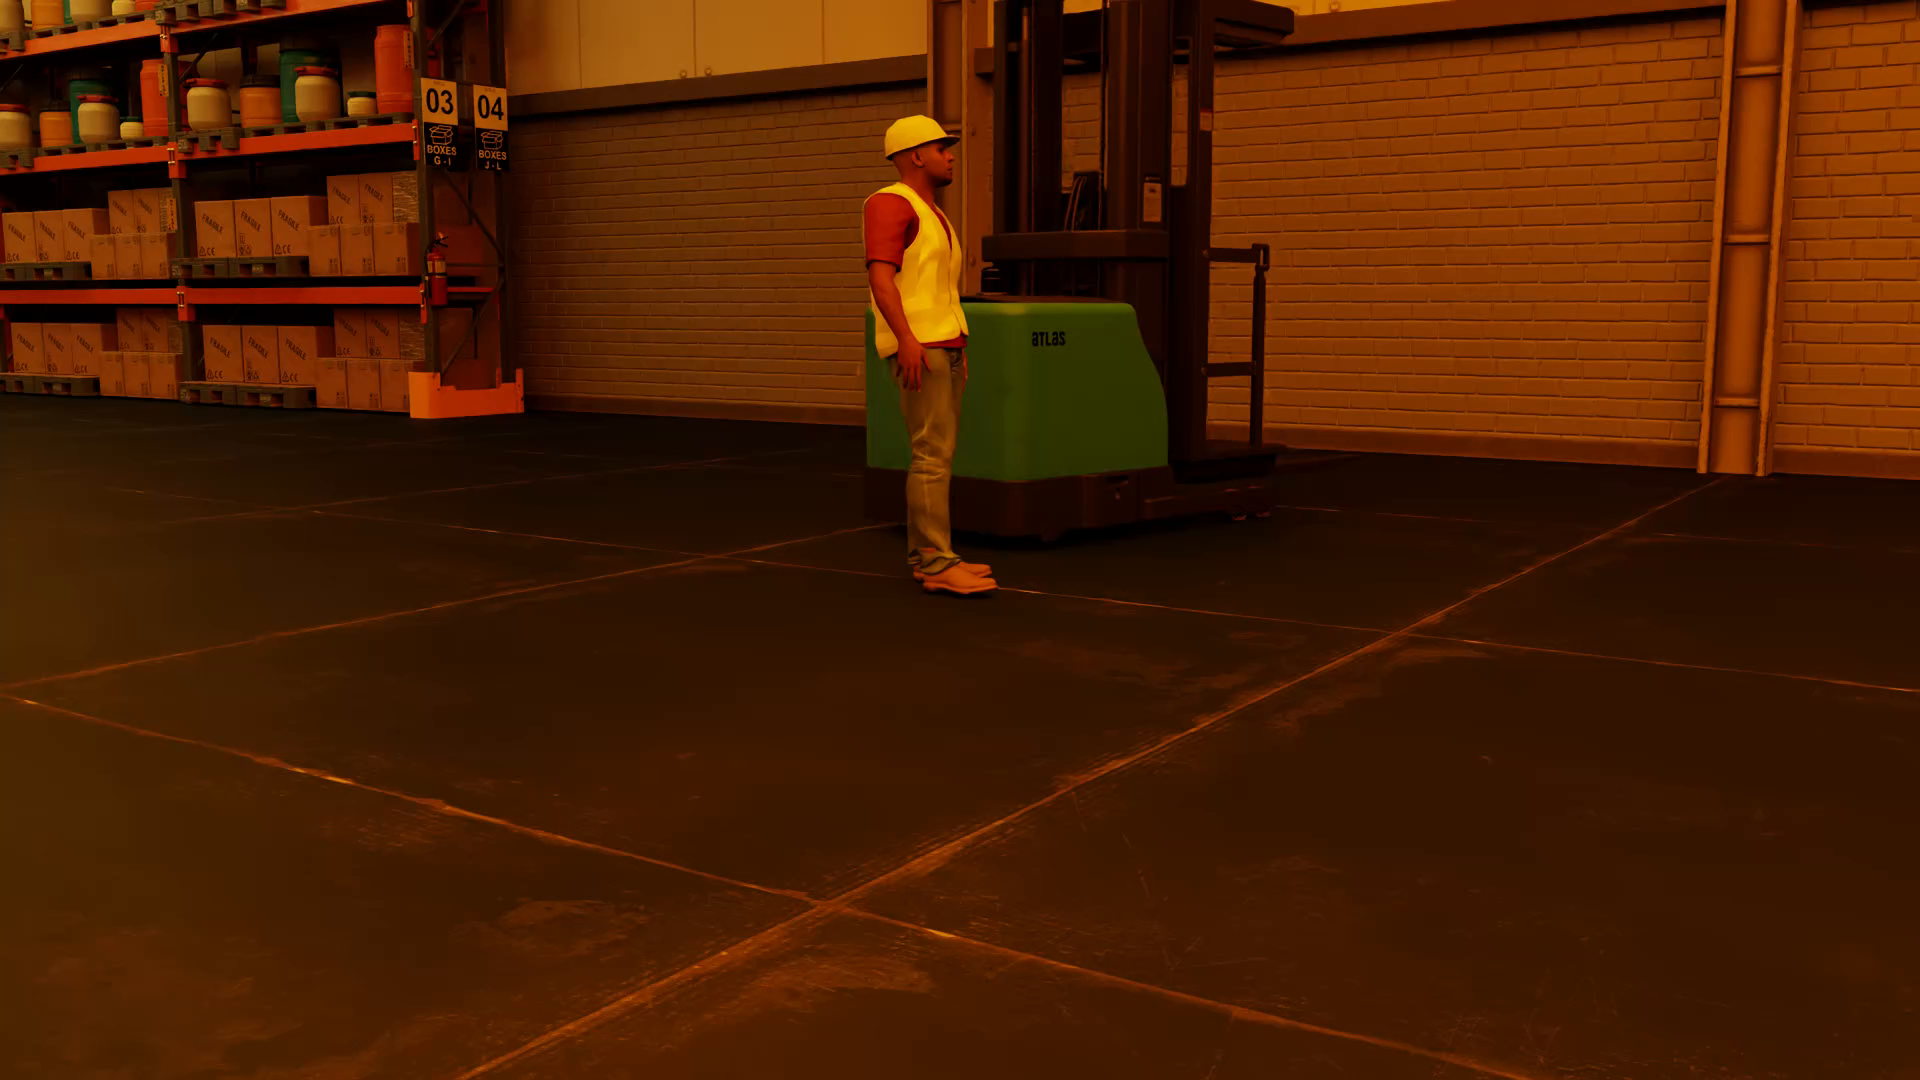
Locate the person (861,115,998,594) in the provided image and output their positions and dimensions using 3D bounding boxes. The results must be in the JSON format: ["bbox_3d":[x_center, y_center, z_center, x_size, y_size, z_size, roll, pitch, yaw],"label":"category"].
[{"bbox_3d":[-0.060,-0.715,6.311,0.574,1.767,0.668,2,8,17],"label":"person"}]

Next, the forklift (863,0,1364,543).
[{"bbox_3d":[0.953,-1.589,8.370,3.031,2.935,1.130,-8,11,-44],"label":"forklift"}]
